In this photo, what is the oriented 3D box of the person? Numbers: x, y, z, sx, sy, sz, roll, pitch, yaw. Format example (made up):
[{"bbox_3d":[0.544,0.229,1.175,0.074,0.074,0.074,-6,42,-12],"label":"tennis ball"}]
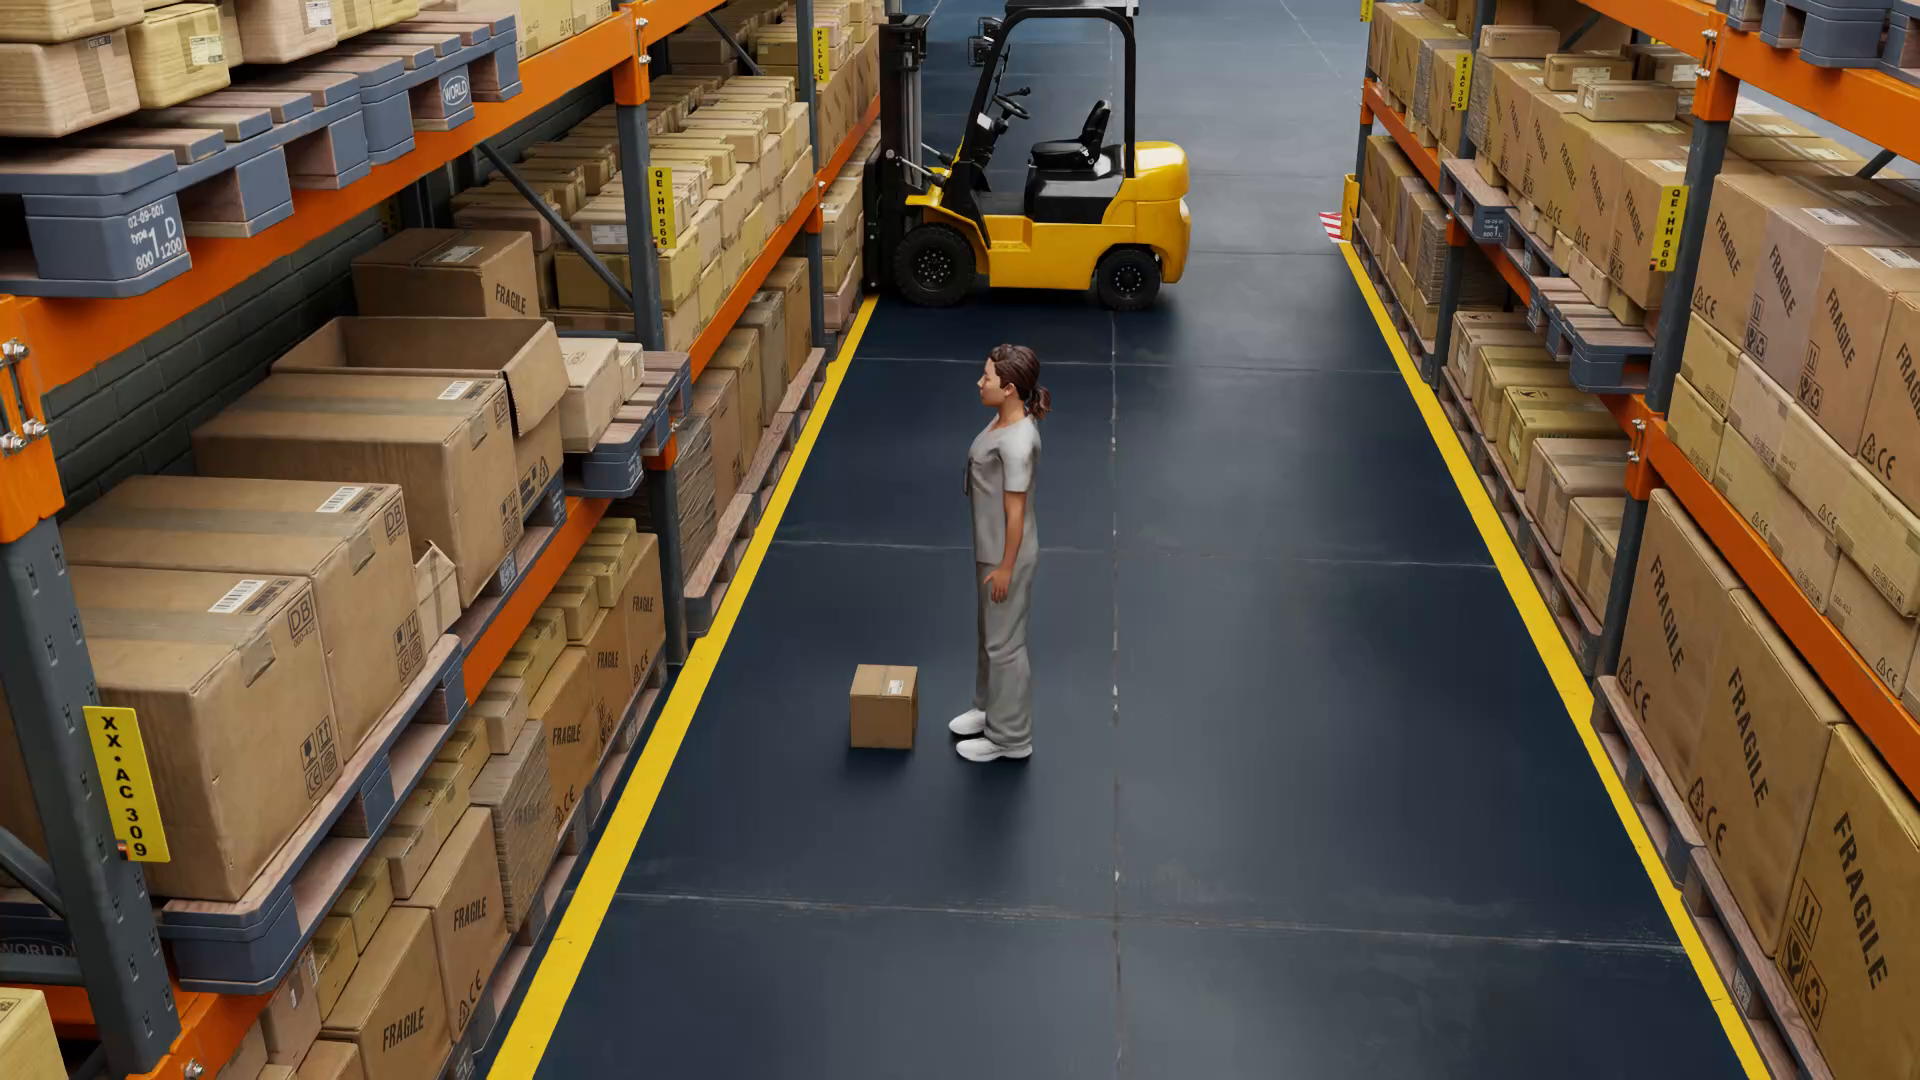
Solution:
[{"bbox_3d":[0.155,0.052,6.487,0.404,1.679,0.454,0,25,-1],"label":"person"}]
